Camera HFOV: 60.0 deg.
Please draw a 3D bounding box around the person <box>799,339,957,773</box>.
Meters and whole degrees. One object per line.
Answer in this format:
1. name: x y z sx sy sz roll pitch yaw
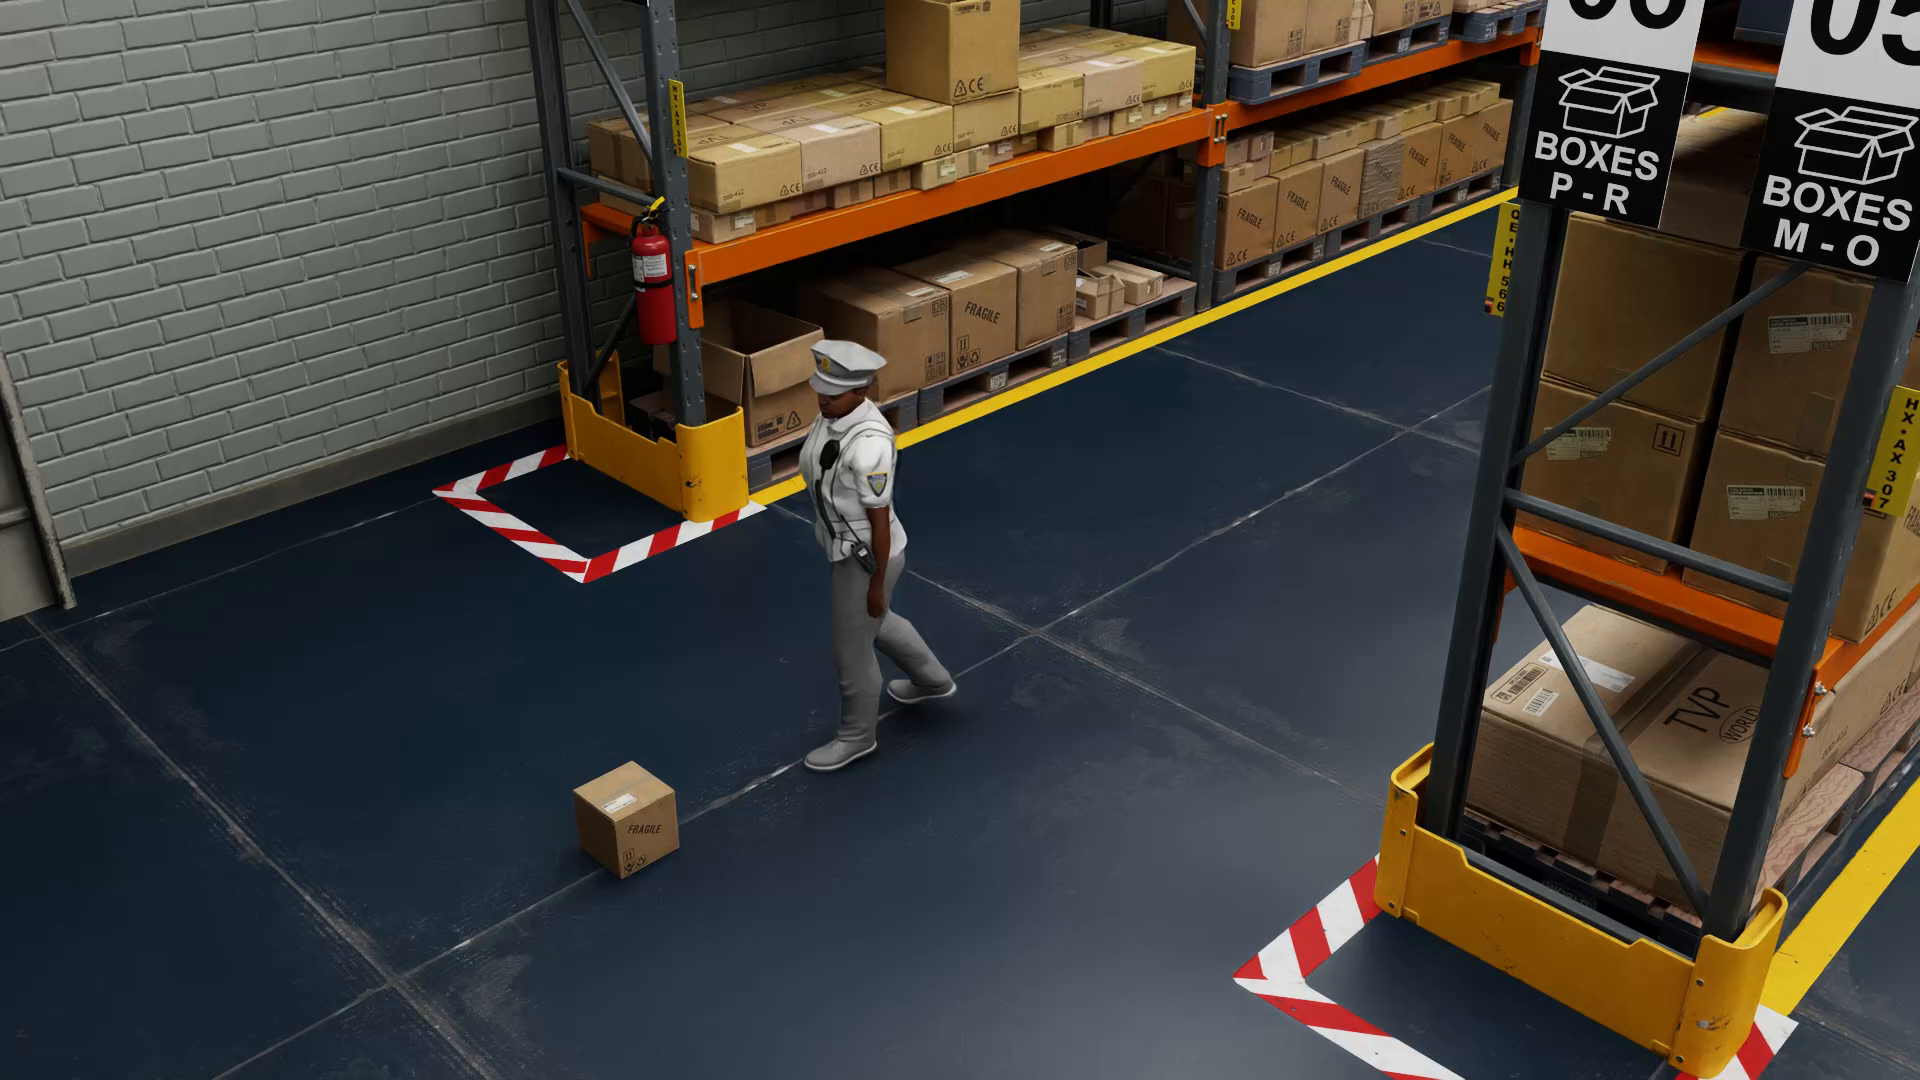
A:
1. person: -0.303 0.034 6.040 0.656 1.663 0.479 -9 29 -16
